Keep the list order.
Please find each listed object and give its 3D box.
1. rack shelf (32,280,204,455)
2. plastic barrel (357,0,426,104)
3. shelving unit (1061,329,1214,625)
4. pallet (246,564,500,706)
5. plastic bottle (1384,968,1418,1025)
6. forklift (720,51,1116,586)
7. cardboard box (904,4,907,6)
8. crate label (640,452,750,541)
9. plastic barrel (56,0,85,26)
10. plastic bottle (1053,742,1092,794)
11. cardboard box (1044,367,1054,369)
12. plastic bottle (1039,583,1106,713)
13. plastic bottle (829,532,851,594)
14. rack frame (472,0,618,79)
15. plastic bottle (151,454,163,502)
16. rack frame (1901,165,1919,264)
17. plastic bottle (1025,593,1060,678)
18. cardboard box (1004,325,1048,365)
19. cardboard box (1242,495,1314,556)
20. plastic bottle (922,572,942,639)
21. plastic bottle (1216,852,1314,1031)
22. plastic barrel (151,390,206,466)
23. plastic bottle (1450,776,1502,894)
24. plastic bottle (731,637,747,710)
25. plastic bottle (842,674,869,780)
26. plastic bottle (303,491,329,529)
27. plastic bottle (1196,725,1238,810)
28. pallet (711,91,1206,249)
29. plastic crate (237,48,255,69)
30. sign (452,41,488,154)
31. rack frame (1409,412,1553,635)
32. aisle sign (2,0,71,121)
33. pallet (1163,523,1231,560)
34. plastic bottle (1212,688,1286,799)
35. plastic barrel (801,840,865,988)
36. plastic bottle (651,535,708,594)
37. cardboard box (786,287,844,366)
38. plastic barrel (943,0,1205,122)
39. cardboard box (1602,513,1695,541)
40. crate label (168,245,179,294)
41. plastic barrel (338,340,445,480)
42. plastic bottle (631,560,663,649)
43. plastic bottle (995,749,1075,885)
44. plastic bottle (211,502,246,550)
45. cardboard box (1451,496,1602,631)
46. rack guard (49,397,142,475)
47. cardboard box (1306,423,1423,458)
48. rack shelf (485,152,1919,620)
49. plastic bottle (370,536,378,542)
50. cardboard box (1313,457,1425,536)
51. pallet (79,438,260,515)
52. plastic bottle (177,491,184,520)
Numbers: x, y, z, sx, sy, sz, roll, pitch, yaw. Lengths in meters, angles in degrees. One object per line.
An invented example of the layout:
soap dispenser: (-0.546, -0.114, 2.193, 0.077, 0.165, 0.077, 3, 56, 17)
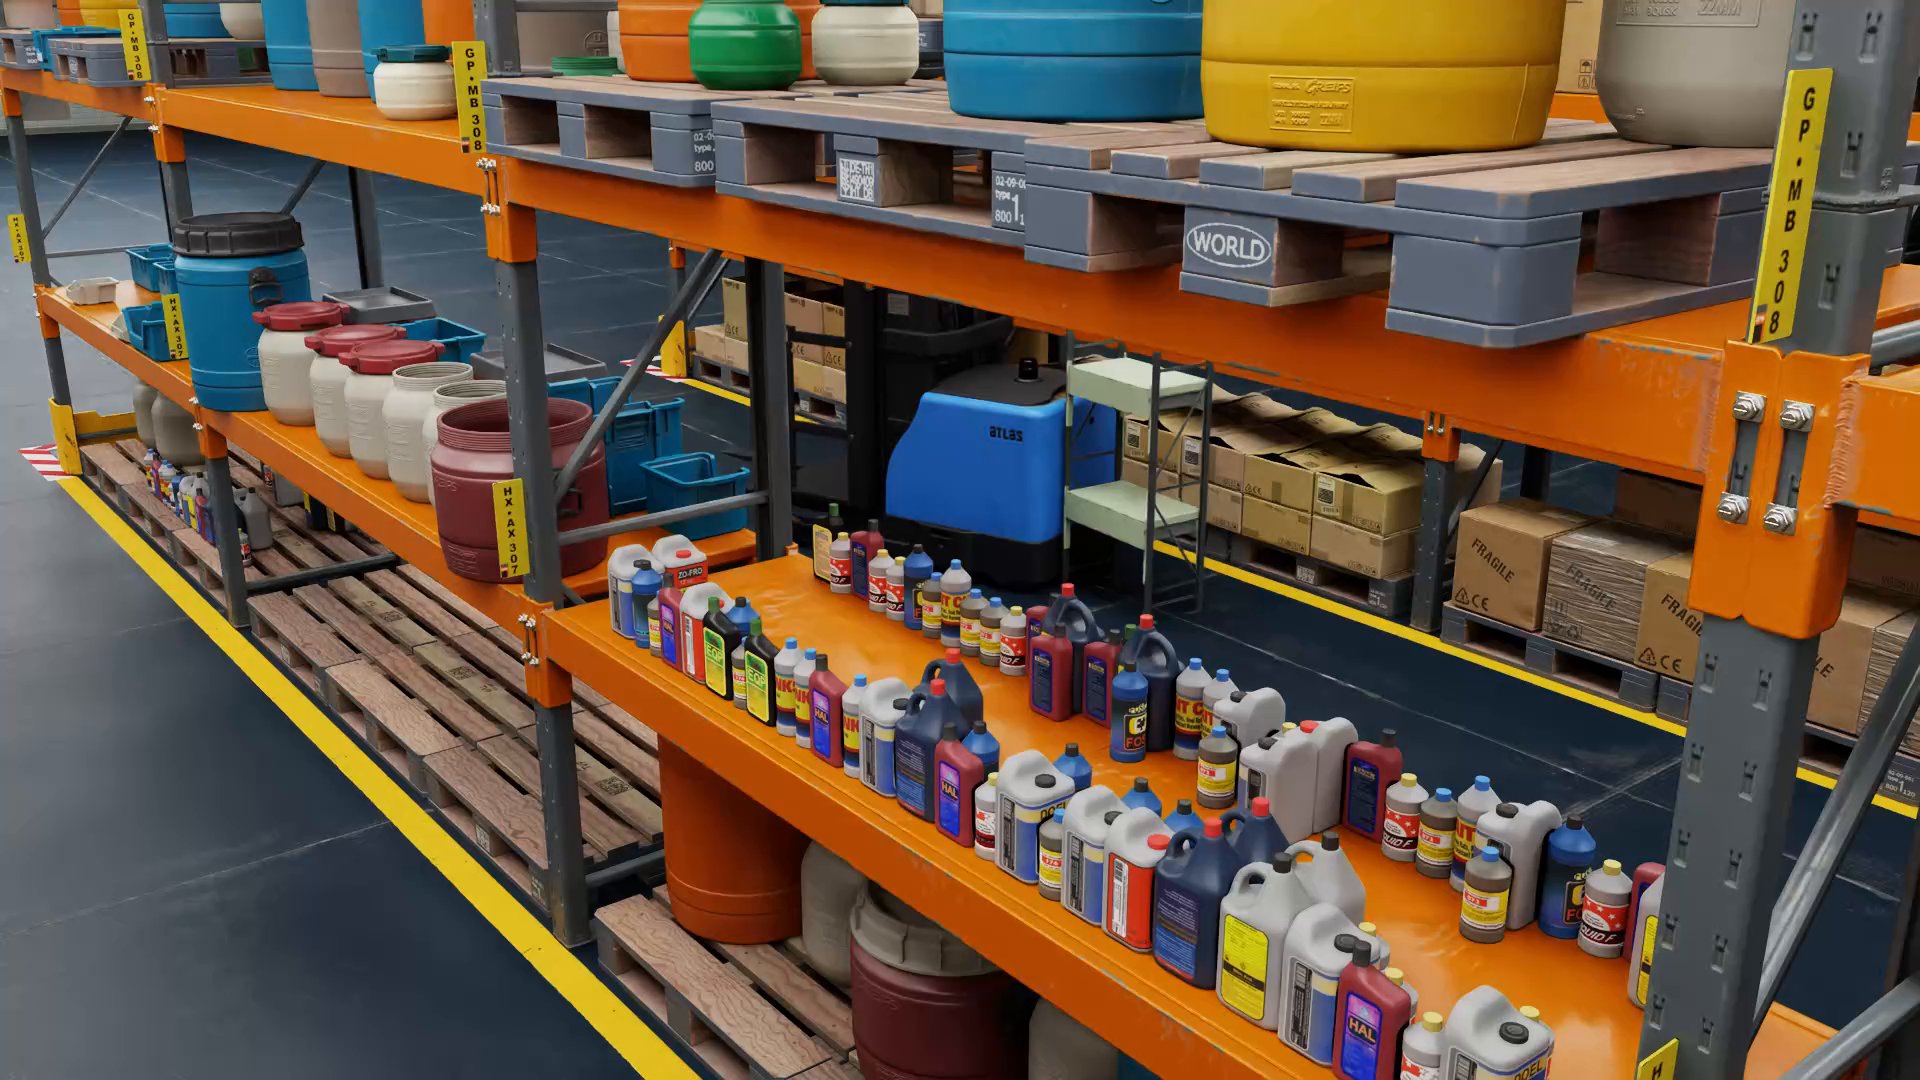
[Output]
rack shelf: (-4.766, -1.205, 10.375, 1.077, 0.370, 4.000, -14, 23, -36)
plastic barrel: (-2.226, -2.310, 6.999, 0.600, 0.901, 0.708, -14, 23, -36)
shelving unit: (0.957, -0.378, 9.118, 0.431, 1.500, 0.755, -12, 22, -32)
pallet: (-3.006, 0.456, 8.650, 1.003, 0.211, 1.213, -14, 23, -36)
plastic bottle: (0.816, 0.910, 3.159, 0.097, 0.201, 0.097, 0, 18, 0)
forklift: (-0.541, -1.462, 10.116, 3.031, 2.935, 1.130, 12, 22, 31)
cardboard box: (-0.602, -3.834, 11.906, 0.380, 0.149, 0.250, -14, 23, -36)
crate label: (-1.009, -0.166, 6.357, 0.303, 0.233, 0.416, -14, 23, -36)
plastic barrel: (-5.607, -3.772, 10.858, 0.600, 0.830, 0.708, -14, 23, -36)
plastic bottle: (0.263, 0.611, 3.950, 0.097, 0.271, 0.097, 0, 18, 0)
cardboard box: (0.422, -1.029, 11.514, 0.500, 0.311, 0.500, -14, 23, -36)
plastic bottle: (0.321, 0.301, 4.761, 0.144, 0.351, 0.185, -14, 23, -36)
plastic bottle: (-0.398, 0.075, 5.682, 0.097, 0.201, 0.097, 0, 18, 0)
rack frame: (-1.041, -2.916, 4.854, 1.000, 3.000, 0.127, -14, 23, -36)
plastic bottle: (-5.000, -0.392, 10.396, 0.061, 0.283, 0.133, -14, 23, -35)
rack frame: (6.725, -2.002, 11.636, 1.000, 3.000, 0.127, -14, 23, -36)
plastic bottle: (0.254, 0.285, 4.915, 0.061, 0.283, 0.133, -14, 23, -36)
cardboard box: (0.318, -1.445, 12.468, 0.500, 0.500, 0.500, -14, 23, -36)
cardboard box: (2.004, -0.136, 9.709, 0.500, 0.250, 0.500, -14, 23, -37)
plastic bottle: (-0.073, 0.203, 5.293, 0.097, 0.201, 0.097, 0, 18, 0)
plastic bottle: (0.616, 0.778, 3.319, 0.144, 0.351, 0.185, -14, 23, -36)
plastic barrel: (-5.228, -0.787, 11.257, 0.421, 0.512, 0.421, 0, 18, 0)
plastic bottle: (1.176, 0.666, 3.784, 0.097, 0.271, 0.097, 0, 18, 0)
plastic bottle: (-0.605, 0.377, 4.769, 0.097, 0.201, 0.097, 0, 18, 0)
plastic bottle: (-0.258, 0.481, 4.342, 0.097, 0.271, 0.097, 0, 18, 0)
plastic bottle: (-3.813, -0.257, 9.881, 0.144, 0.351, 0.185, -14, 23, -36)
plastic bottle: (0.649, 0.567, 4.194, 0.097, 0.201, 0.097, 0, 18, 0)
pallet: (0.173, -0.870, 3.746, 1.003, 0.211, 1.213, -14, 23, -36)
plastic crate: (-4.291, -2.819, 9.670, 0.336, 0.188, 0.450, -14, 23, -36)
sign: (-1.468, -1.333, 5.012, 0.100, 0.325, 0.005, -14, 23, -36)
rack frame: (2.844, -1.034, 8.713, 1.000, 3.000, 0.127, -14, 23, -36)
aisle sign: (-6.282, -3.234, 11.222, 0.394, 0.787, 0.004, -14, 23, -36)
pallet: (1.611, -0.221, 10.695, 1.003, 0.211, 1.213, -14, 23, -36)
plastic bottle: (0.735, 0.503, 4.270, 0.152, 0.276, 0.135, -14, 23, -36)
plastic barrel: (-0.303, 1.152, 5.400, 0.421, 0.512, 0.421, 0, 18, 0)
plastic bottle: (-0.906, 0.131, 5.393, 0.152, 0.276, 0.135, -14, 23, -36)
cardboard box: (-1.035, -1.710, 13.267, 0.500, 0.500, 0.500, -14, 23, -36)
plastic barrel: (0.263, -1.335, 3.384, 0.600, 0.901, 0.708, -14, 23, -36)
cardboard box: (3.609, 0.128, 8.480, 0.500, 0.500, 0.500, -13, 22, -34)
crate label: (-4.653, -1.656, 10.534, 0.502, 0.435, 0.616, -14, 23, -36)
plastic barrel: (-2.378, -0.552, 7.043, 0.433, 0.535, 0.433, 0, 18, 0)
plastic bottle: (-0.975, 0.197, 5.202, 0.097, 0.271, 0.097, 0, 18, 0)
plastic bottle: (0.177, 0.638, 3.862, 0.152, 0.276, 0.135, -14, 23, -36)
plastic bottle: (-4.150, -0.108, 9.430, 0.144, 0.351, 0.185, -15, 23, -38)
cardboard box: (2.903, 0.112, 8.530, 0.500, 0.500, 0.500, -13, 22, -34)
rack guard: (-5.924, -0.843, 12.114, 1.175, 0.500, 0.348, -14, 23, -36)
cardboard box: (2.417, -0.508, 9.940, 0.500, 0.311, 0.500, -15, 23, -37)
rack shelf: (0.201, -0.658, 3.950, 1.077, 0.370, 4.000, -14, 23, -36)
plastic bottle: (-3.379, -0.132, 9.628, 0.097, 0.271, 0.097, 0, 18, 0)
cardboard box: (2.326, -0.275, 9.236, 0.500, 0.311, 0.500, -13, 22, -35)
pallet: (-5.424, -0.505, 11.552, 1.003, 0.211, 1.213, -14, 23, -36)
plastic bottle: (-4.662, -0.228, 10.031, 0.097, 0.201, 0.097, 0, 18, 0)
